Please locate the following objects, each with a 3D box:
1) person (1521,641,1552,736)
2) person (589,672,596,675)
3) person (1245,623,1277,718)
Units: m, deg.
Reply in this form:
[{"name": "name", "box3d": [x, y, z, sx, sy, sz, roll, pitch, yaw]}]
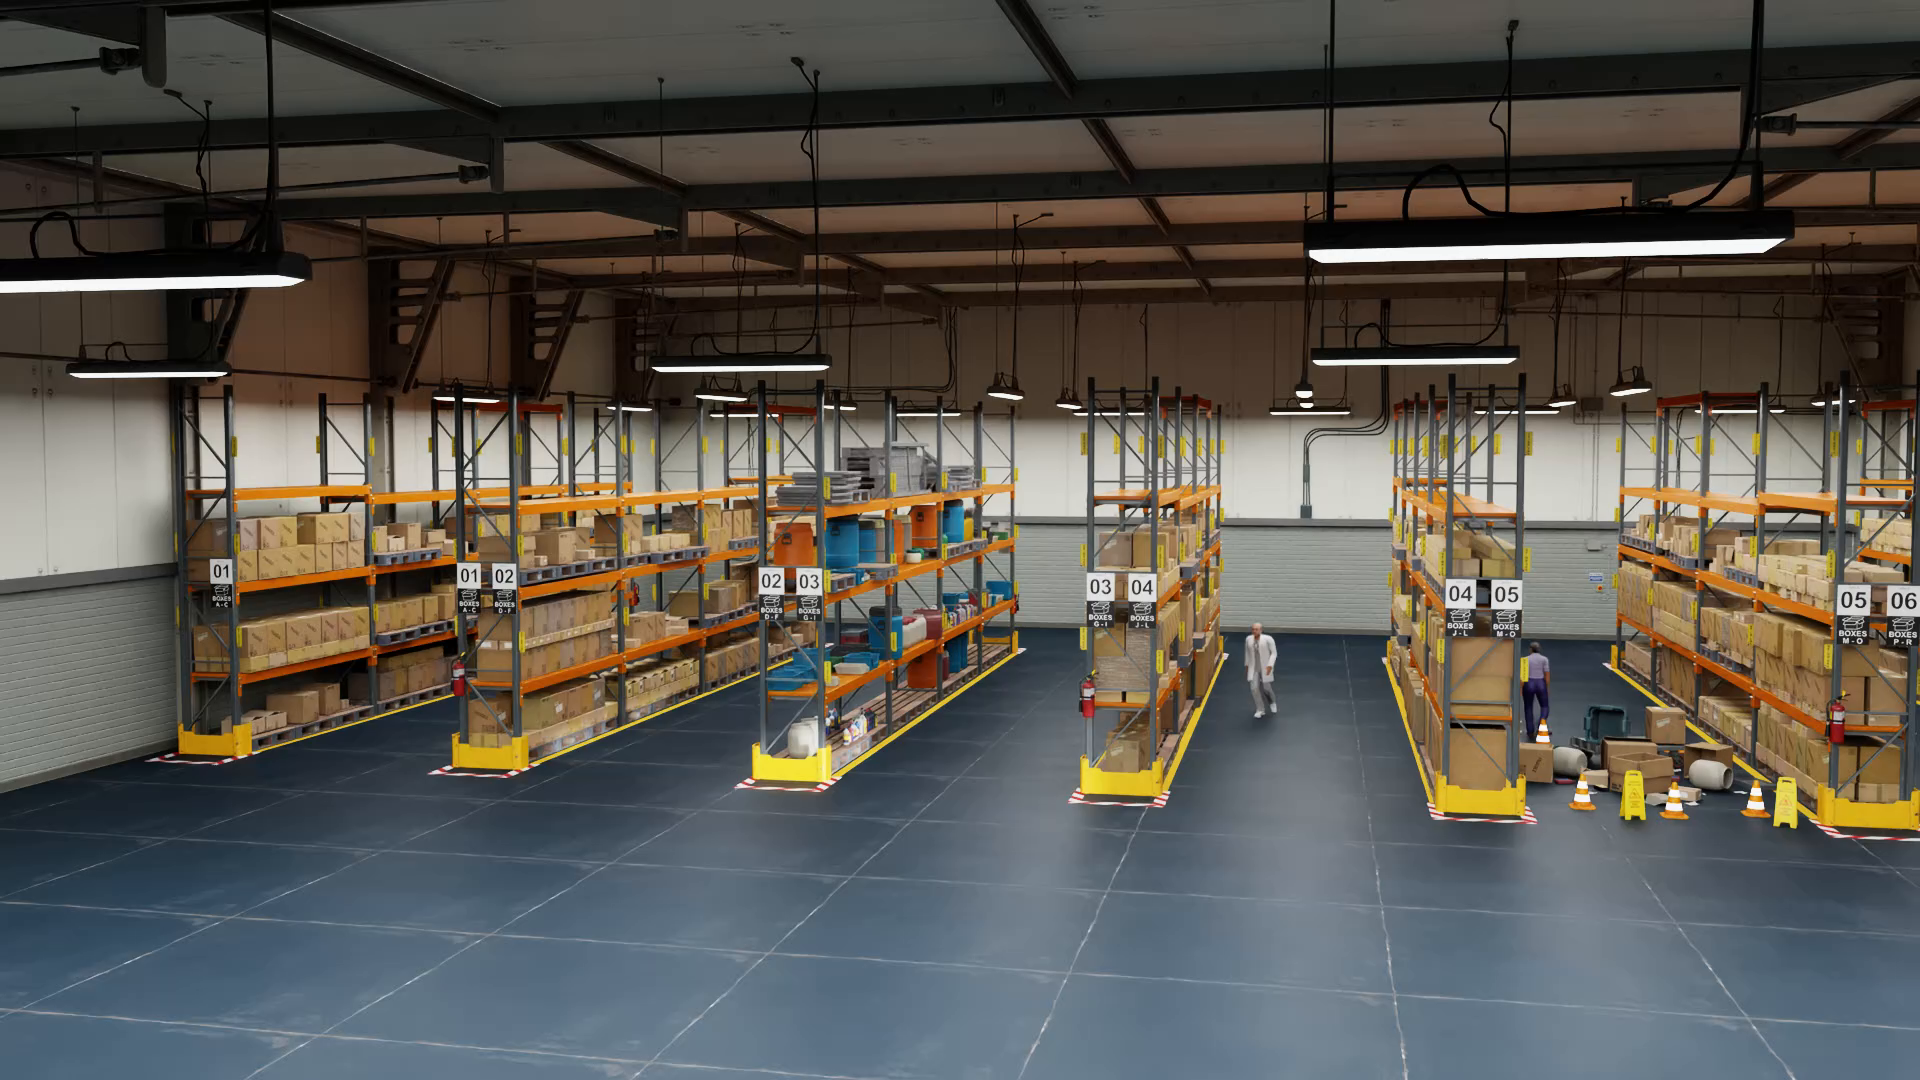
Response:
[{"name": "person", "box3d": [9.958, 2.577, 28.730, 0.528, 1.645, 0.498, 1, 3, 13]}, {"name": "person", "box3d": [-8.123, 2.100, 35.948, 0.544, 1.765, 0.542, 2, 4, 28]}, {"name": "person", "box3d": [5.633, 2.397, 31.018, 0.641, 1.757, 0.750, 2, 4, 27]}]
